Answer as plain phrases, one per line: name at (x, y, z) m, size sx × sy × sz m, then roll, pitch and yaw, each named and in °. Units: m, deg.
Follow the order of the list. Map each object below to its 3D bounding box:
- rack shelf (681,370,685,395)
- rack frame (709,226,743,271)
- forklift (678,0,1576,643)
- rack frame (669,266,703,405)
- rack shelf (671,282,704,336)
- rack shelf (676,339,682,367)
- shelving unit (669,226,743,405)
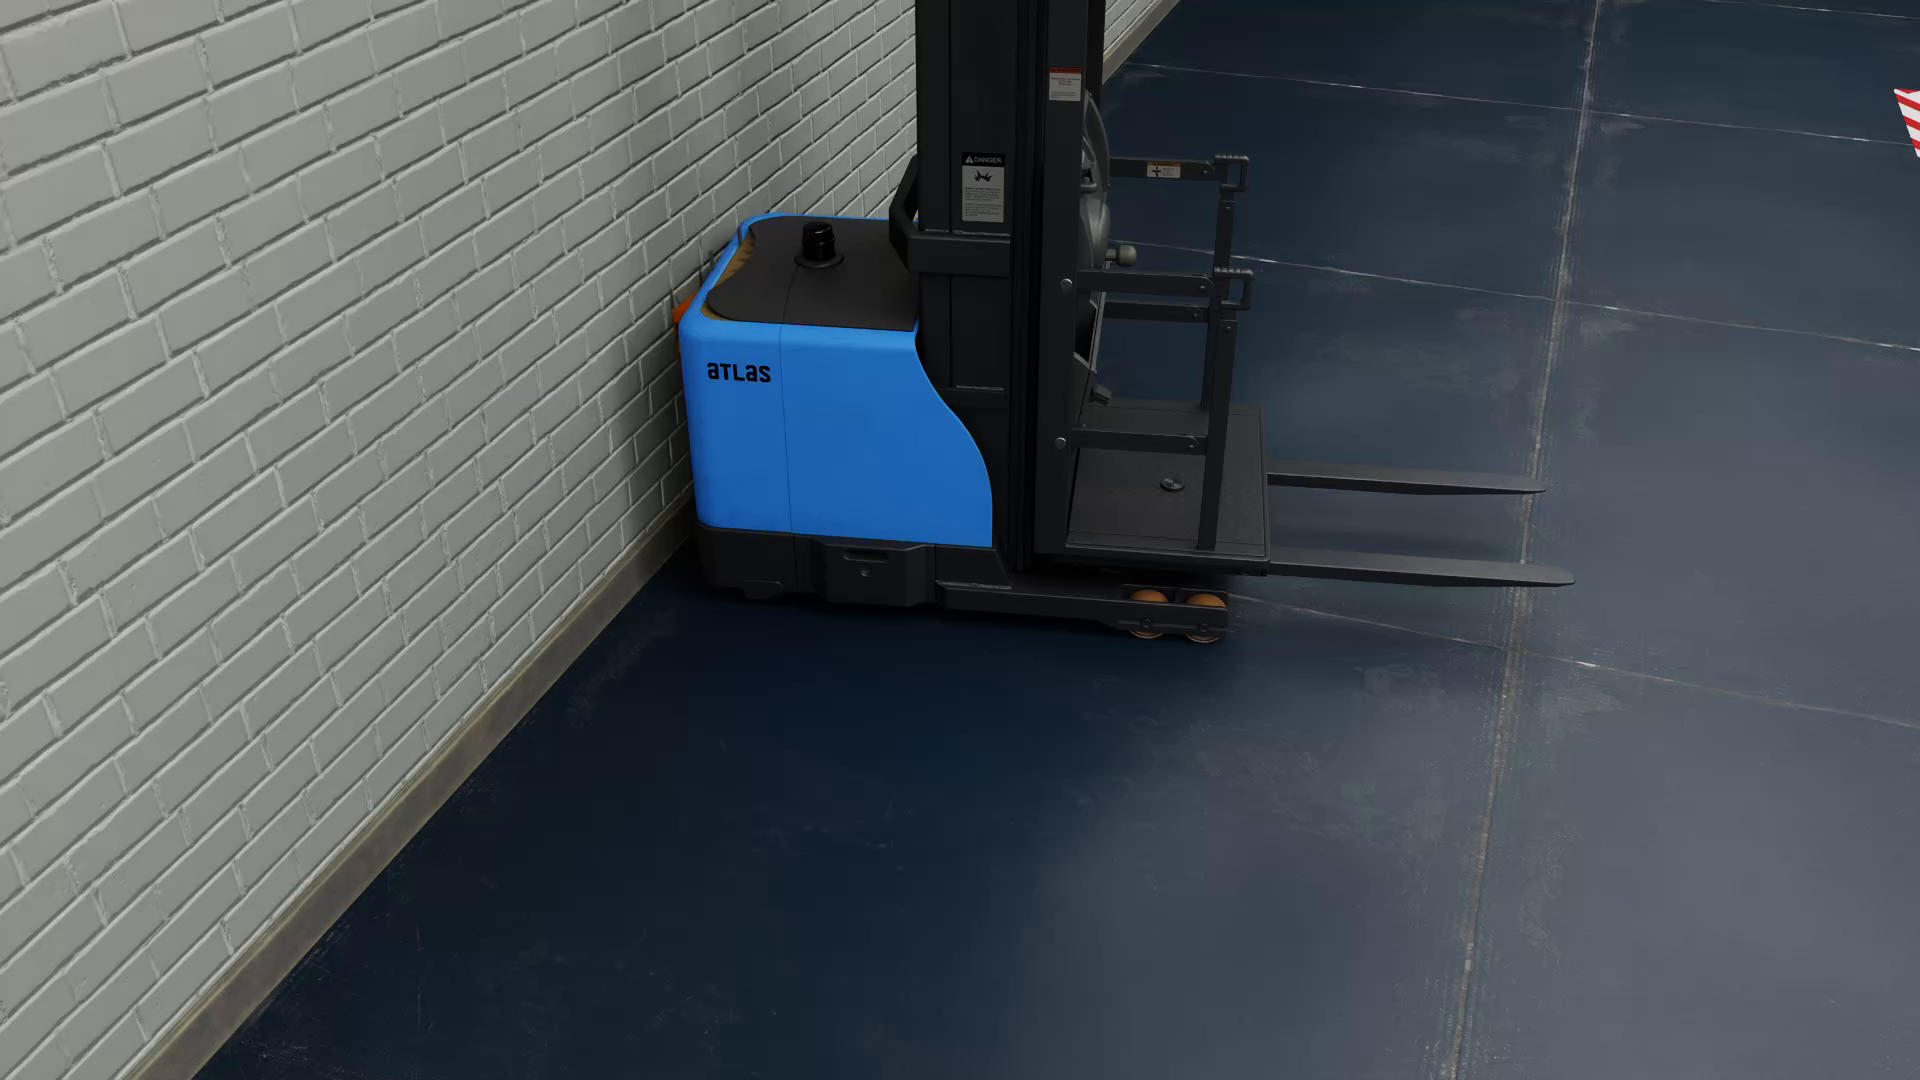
rack shelf at (-0.878, -0.618, 6.088) m, size 0.180 × 0.103 × 0.258 m, roll 9°, pitch 34°, yaw 18°
rack frame at (-0.788, -0.541, 6.101) m, size 0.006 × 1.200 × 0.240 m, roll 9°, pitch 34°, yaw 18°
forklift at (0.623, -1.187, 5.386) m, size 3.031 × 2.935 × 1.130 m, roll 4°, pitch 33°, yaw 6°
rack frame at (-0.960, -0.567, 6.157) m, size 0.006 × 1.200 × 0.240 m, roll 9°, pitch 34°, yaw 18°
rack shelf at (-0.890, -0.820, 5.960) m, size 0.180 × 0.103 × 0.258 m, roll 9°, pitch 34°, yaw 18°
rack shelf at (-0.884, -0.719, 6.024) m, size 0.180 × 0.103 × 0.258 m, roll 9°, pitch 34°, yaw 18°
shelving unit at (-0.874, -0.554, 6.129) m, size 0.189 × 1.200 × 0.258 m, roll 9°, pitch 34°, yaw 18°
